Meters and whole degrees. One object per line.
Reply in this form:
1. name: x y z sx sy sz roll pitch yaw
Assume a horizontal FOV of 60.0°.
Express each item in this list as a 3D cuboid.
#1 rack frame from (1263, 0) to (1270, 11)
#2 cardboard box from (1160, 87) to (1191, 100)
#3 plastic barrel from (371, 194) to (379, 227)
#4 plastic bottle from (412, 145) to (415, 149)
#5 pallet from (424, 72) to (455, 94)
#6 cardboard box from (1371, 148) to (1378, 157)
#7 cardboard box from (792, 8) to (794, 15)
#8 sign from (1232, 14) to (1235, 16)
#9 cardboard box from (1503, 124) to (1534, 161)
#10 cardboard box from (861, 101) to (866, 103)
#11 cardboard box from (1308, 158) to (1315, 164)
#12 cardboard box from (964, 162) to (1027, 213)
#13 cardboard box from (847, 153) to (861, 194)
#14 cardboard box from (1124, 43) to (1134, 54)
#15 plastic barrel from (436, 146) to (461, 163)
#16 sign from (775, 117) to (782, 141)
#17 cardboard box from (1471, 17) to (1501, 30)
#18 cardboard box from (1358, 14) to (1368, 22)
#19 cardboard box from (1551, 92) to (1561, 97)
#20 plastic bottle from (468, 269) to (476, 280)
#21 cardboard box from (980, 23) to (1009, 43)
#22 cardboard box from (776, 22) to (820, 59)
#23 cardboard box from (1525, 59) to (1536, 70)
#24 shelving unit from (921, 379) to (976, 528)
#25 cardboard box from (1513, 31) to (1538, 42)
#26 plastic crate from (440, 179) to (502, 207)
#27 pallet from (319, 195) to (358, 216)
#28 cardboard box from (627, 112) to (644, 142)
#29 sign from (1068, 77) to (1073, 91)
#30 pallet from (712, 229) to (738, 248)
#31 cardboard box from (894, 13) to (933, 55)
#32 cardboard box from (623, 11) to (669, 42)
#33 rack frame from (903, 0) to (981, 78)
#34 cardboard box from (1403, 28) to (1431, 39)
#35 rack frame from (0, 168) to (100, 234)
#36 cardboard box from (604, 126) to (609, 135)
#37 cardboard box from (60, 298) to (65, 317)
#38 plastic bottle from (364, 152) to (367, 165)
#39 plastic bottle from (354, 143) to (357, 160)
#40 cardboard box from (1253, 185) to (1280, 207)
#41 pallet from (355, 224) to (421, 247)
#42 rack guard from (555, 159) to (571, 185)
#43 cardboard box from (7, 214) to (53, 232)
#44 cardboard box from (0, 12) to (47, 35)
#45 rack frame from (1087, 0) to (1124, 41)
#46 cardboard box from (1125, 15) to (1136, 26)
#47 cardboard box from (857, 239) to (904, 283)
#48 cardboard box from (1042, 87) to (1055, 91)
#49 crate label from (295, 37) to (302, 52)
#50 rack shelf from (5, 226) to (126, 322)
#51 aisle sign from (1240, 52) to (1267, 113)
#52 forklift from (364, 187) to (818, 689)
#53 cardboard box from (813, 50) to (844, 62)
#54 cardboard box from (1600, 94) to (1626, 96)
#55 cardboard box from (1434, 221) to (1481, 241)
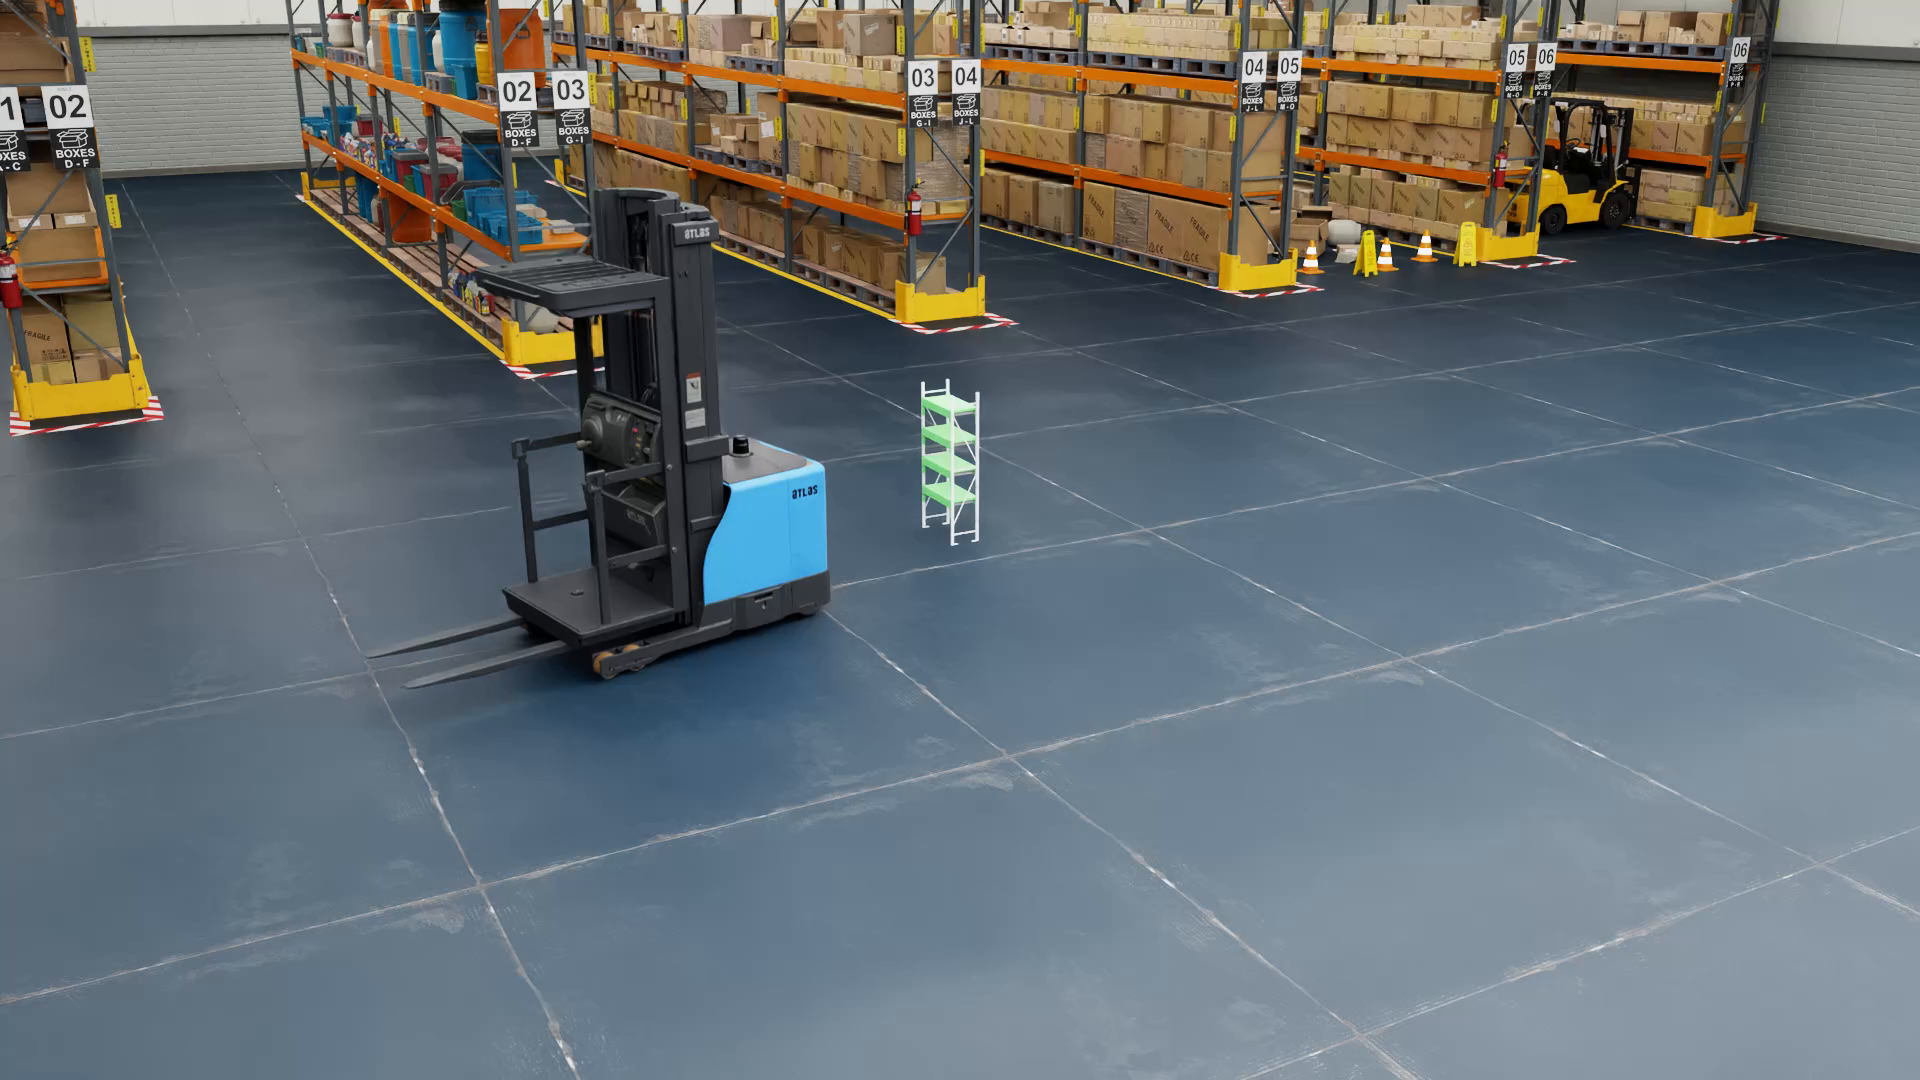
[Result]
1. rack frame: 7.174 -12.866 36.622 1.000 3.000 0.127 -10 21 -27
2. cardboard box: 4.231 -8.740 32.175 0.500 0.500 0.500 -11 22 -28
3. plastic barrel: -9.504 -5.442 27.475 0.421 0.512 0.421 0 19 0
4. plastic bottle: -8.764 -6.226 26.773 0.097 0.271 0.097 0 19 0
5. pallet: -6.045 -5.798 21.027 1.213 0.211 1.003 -10 21 -27
6. cardboard box: 7.033 -6.421 27.525 0.380 0.149 0.250 -10 21 -27
7. cardboard box: -3.342 -11.180 35.188 0.380 0.149 0.250 -9 21 -24
8. sign: 5.185 -9.858 31.710 0.100 0.325 0.005 -10 21 -27
9. cardboard box: 8.525 -6.182 25.840 0.500 0.500 0.500 -10 22 -27
10. cardboard box: -1.719 -8.501 32.453 0.380 0.149 0.250 -10 21 -26
11. cardboard box: 7.941 -8.428 36.146 0.500 0.500 0.500 -11 22 -29
12. cardboard box: 0.609 -6.263 29.487 1.050 0.750 0.750 -10 22 -27
13. cardboard box: -0.995 -4.906 22.140 0.875 0.500 0.500 -10 21 -27
14. cardboard box: 2.657 -7.264 24.573 0.380 0.149 0.250 -10 22 -28
15. plastic barrel: -7.289 -5.369 23.884 0.433 0.535 0.433 0 19 0
16. sign: -2.602 -5.889 23.824 0.100 0.325 0.005 -10 21 -27
17. cardboard box: 10.050 -9.746 31.517 0.500 0.311 0.500 -11 22 -28
18. cardboard box: 8.447 -10.771 34.312 0.380 0.149 0.250 -11 22 -28
19. cardboard box: 10.863 -8.091 30.376 0.380 0.149 0.250 -10 21 -26
20. plastic bottle: -6.329 -3.344 21.609 0.144 0.351 0.185 -10 21 -27
21. cardboard box: 0.549 -8.696 28.475 0.500 0.311 0.500 -10 21 -27
22. cardboard box: -2.251 -7.244 24.126 0.797 0.503 0.637 -11 22 -29
23. cardboard box: 8.634 -7.260 25.359 0.380 0.149 0.250 -10 21 -27
24. shelving unit: -0.081 -0.616 13.078 0.258 1.200 0.492 -10 21 -27
25. cardboard box: 8.517 -7.625 25.195 0.380 0.149 0.250 -10 21 -27
26. plastic crate: -6.337 -4.462 21.559 0.767 0.338 0.504 -10 21 -27
27. pallet: -11.239 -6.196 30.763 1.003 0.211 1.213 -10 21 -27
28. cardboard box: -5.676 -7.458 29.992 0.500 0.500 0.500 -10 21 -27
29. sign: 2.320 -9.620 34.965 0.100 0.325 0.005 -10 21 -27
30. pallet: -3.645 -5.034 27.397 1.003 0.211 1.213 -10 21 -27
31. cardboard box: -0.683 -6.591 21.658 0.500 0.500 0.500 -10 21 -27
32. cardboard box: -5.630 -9.224 29.869 0.700 0.500 0.500 -9 21 -25
33. rack frame: -0.216 -7.116 19.959 1.000 3.000 0.127 -10 21 -27
34. cardboard box: 7.280 -8.065 26.471 0.380 0.149 0.250 -10 21 -26
35. rack frame: -10.835 -3.895 19.822 1.000 3.000 0.127 -10 21 -27
36. cardboard box: -6.470 -7.717 31.283 0.380 0.149 0.250 -10 21 -26
37. cardboard box: -11.287 -2.868 20.416 0.500 0.250 0.500 -10 22 -27
38. plastic bottle: -9.413 -6.064 26.410 0.097 0.201 0.097 0 19 0
39. plastic bottle: -9.807 -6.335 27.090 0.097 0.271 0.097 0 19 0
40. cardboard box: 5.054 -5.856 28.174 0.500 0.500 0.500 -10 21 -27
41. pallet: -9.360 -5.061 27.475 1.003 0.211 1.213 -10 21 -27
42. rack guard: -7.825 -7.699 34.676 1.175 0.500 0.348 -10 21 -27
43. cardboard box: -9.285 -3.181 16.604 0.380 0.149 0.250 -10 22 -28
44. cardboard box: -11.093 -5.979 19.697 0.500 0.500 0.500 -10 21 -26
45. rack frame: 2.295 -9.003 25.428 0.949 2.616 0.053 -10 21 -27
46. cardboard box: 2.658 -7.640 24.442 0.380 0.149 0.250 -10 21 -26
47. cardboard box: -1.092 -3.828 22.815 0.500 0.500 0.500 -8 21 -22
48. cardboard box: 2.113 -9.548 36.049 0.500 0.500 0.500 -11 22 -28
49. crate label: -12.018 -9.139 30.647 0.408 0.251 0.502 -10 21 -27
50. rack shelf: -9.885 -2.981 18.275 1.077 0.370 4.000 -10 21 -27
51. aisle sign: 3.967 -6.182 22.462 0.394 0.787 0.004 -10 21 -27
52. forklift: -2.358 -0.697 10.659 3.031 2.935 1.121 -16 24 -38
53. cardboard box: -1.781 -6.612 22.715 0.380 0.149 0.250 -9 21 -25
54. cardboard box: 11.785 -7.969 30.023 0.380 0.149 0.250 -10 22 -28
55. cardboard box: 7.874 -4.911 26.338 0.500 0.250 0.500 -10 21 -27
